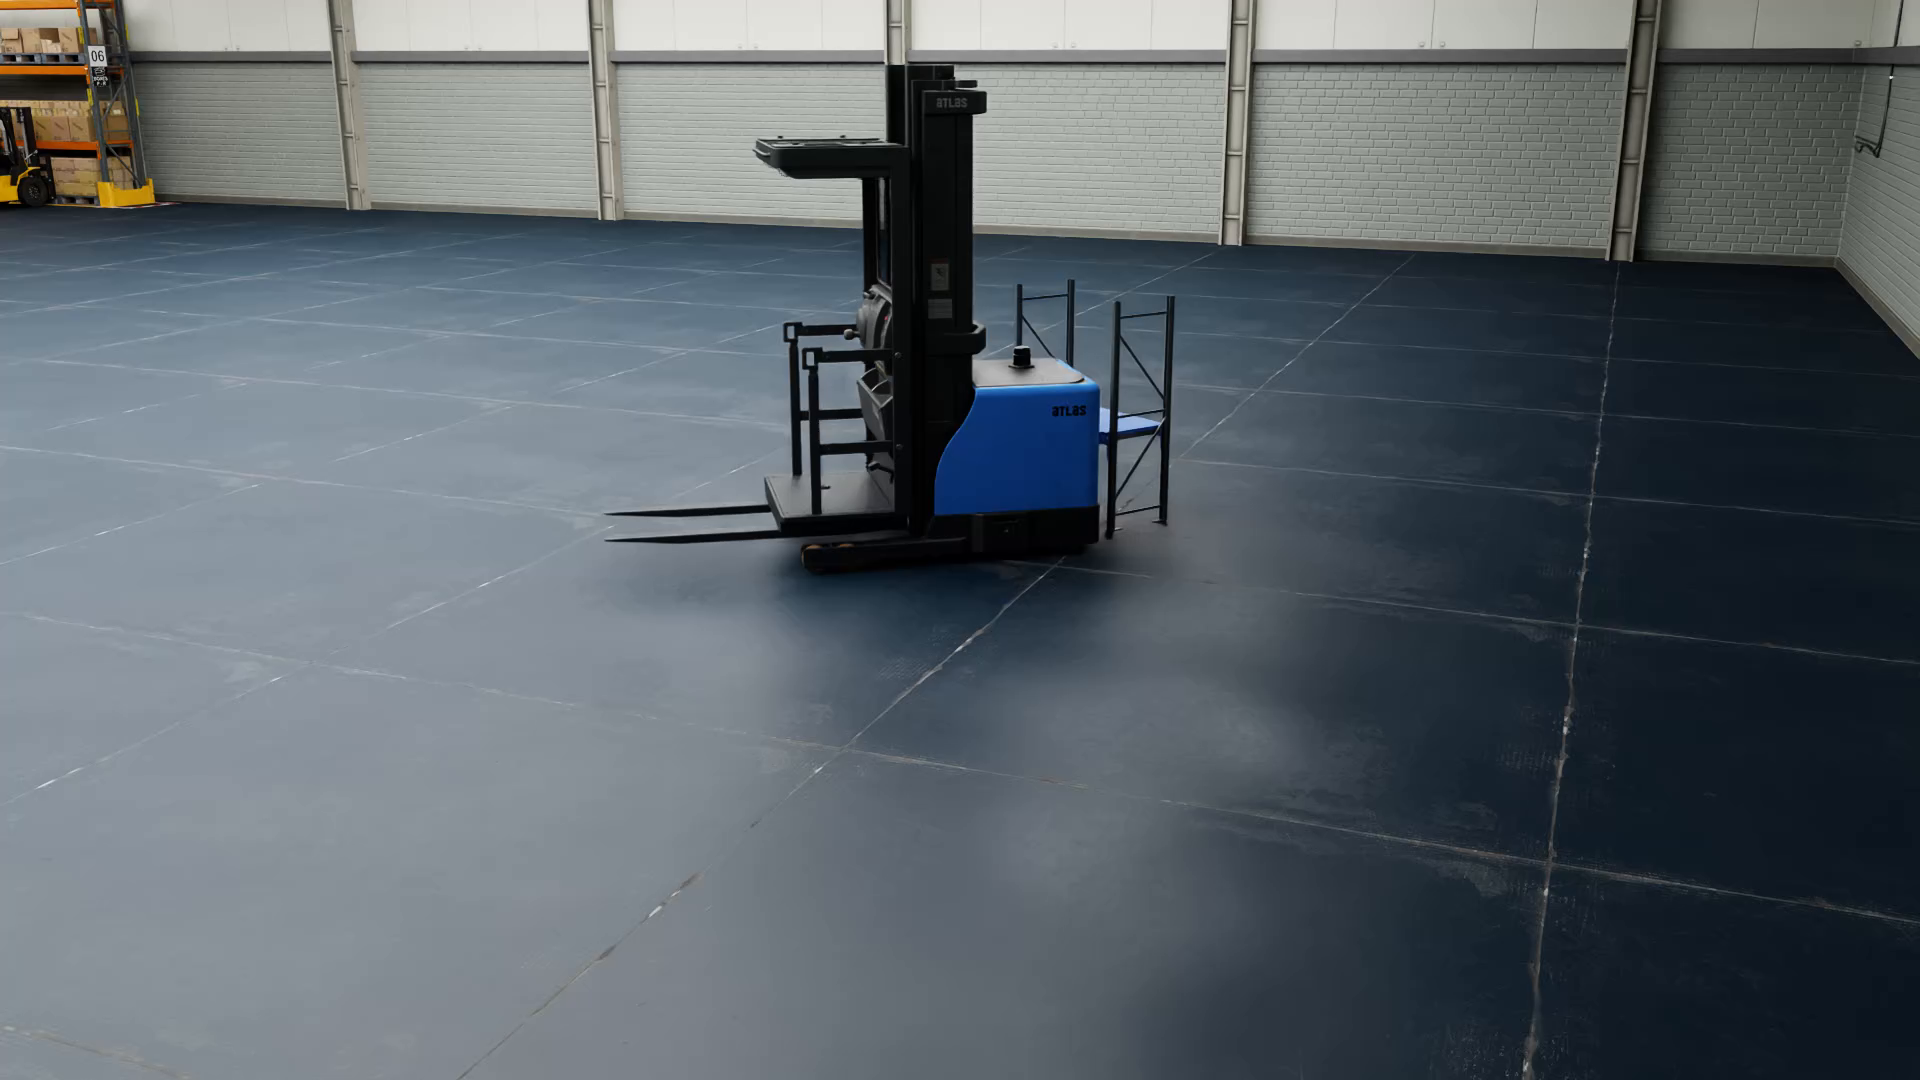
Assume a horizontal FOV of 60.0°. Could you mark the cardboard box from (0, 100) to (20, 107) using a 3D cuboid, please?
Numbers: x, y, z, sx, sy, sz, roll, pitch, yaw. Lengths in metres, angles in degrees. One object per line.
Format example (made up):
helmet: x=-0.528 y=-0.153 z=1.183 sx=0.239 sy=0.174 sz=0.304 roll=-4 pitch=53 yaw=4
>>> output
cardboard box: x=-20.067 y=-9.193 z=35.084 sx=0.250 sy=0.149 sz=0.380 roll=6 pitch=17 yaw=20

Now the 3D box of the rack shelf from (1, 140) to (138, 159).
rack shelf: x=-19.364 y=-8.350 z=35.346 sx=4.000 sy=0.370 sz=1.077 roll=6 pitch=17 yaw=21

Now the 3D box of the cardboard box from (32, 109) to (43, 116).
cardboard box: x=-19.131 y=-8.938 z=34.739 sx=0.250 sy=0.149 sz=0.380 roll=6 pitch=17 yaw=21

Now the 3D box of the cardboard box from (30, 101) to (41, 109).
cardboard box: x=-19.138 y=-9.080 z=34.693 sx=0.250 sy=0.149 sz=0.380 roll=7 pitch=17 yaw=22

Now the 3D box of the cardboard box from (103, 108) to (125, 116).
cardboard box: x=-17.724 y=-8.952 z=34.788 sx=0.250 sy=0.149 sz=0.380 roll=6 pitch=17 yaw=19

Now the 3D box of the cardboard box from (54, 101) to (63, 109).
cardboard box: x=-18.613 y=-9.057 z=34.615 sx=0.250 sy=0.149 sz=0.380 roll=6 pitch=17 yaw=21

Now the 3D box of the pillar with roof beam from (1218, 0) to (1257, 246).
pillar with roof beam: x=2.926 y=-8.105 z=22.453 sx=0.400 sy=9.000 sz=9.100 roll=6 pitch=17 yaw=21

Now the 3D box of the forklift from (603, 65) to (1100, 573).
forklift: x=-0.701 y=-1.371 z=10.138 sx=3.031 sy=2.935 sz=1.130 roll=-3 pitch=17 yaw=-12

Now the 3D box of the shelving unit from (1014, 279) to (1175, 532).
shelving unit: x=0.878 y=-0.931 z=11.192 sx=0.538 sy=1.500 sz=1.048 roll=-11 pitch=20 yaw=-34

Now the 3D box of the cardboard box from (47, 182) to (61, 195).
cardboard box: x=-18.978 y=-7.445 z=35.117 sx=0.500 sy=0.250 sz=0.500 roll=6 pitch=17 yaw=21

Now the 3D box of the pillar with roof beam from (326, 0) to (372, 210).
pillar with roof beam: x=-13.819 y=-9.947 z=28.795 sx=0.400 sy=9.000 sz=9.100 roll=6 pitch=17 yaw=21

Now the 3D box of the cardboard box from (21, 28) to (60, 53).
cardboard box: x=-18.921 y=-10.342 z=34.425 sx=0.500 sy=0.500 sz=0.700 roll=6 pitch=17 yaw=21

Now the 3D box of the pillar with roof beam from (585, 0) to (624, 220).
pillar with roof beam: x=-8.237 y=-9.333 z=26.681 sx=0.400 sy=9.000 sz=9.100 roll=6 pitch=17 yaw=21

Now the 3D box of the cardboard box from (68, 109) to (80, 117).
cardboard box: x=-18.178 y=-8.832 z=34.372 sx=0.250 sy=0.149 sz=0.380 roll=7 pitch=17 yaw=22

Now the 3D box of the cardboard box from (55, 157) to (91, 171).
cardboard box: x=-18.524 y=-7.869 z=34.785 sx=0.500 sy=0.250 sz=0.500 roll=7 pitch=17 yaw=22

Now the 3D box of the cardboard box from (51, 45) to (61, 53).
cardboard box: x=-18.386 y=-10.066 z=34.106 sx=0.250 sy=0.149 sz=0.380 roll=6 pitch=17 yaw=19

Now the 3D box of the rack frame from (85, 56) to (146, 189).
rack frame: x=-17.504 y=-8.491 z=34.541 sx=0.127 sy=3.000 sz=1.000 roll=6 pitch=17 yaw=21

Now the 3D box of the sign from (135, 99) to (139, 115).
sign: x=-17.295 y=-9.088 z=34.903 sx=0.005 sy=0.325 sz=0.100 roll=6 pitch=17 yaw=21

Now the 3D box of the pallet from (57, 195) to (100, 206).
pallet: x=-18.231 y=-7.219 z=35.162 sx=1.213 sy=0.211 sz=1.003 roll=6 pitch=17 yaw=21

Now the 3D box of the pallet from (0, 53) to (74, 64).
pallet: x=-19.291 y=-10.092 z=34.836 sx=1.213 sy=0.211 sz=1.003 roll=6 pitch=17 yaw=21

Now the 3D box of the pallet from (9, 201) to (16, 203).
pallet: x=-20.500 y=-7.469 z=36.022 sx=1.213 sy=0.211 sz=1.003 roll=6 pitch=17 yaw=21

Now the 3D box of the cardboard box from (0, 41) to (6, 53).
cardboard box: x=-19.956 y=-10.295 z=34.684 sx=0.258 sy=0.266 sz=0.396 roll=6 pitch=17 yaw=19

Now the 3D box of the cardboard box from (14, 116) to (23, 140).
cardboard box: x=-19.486 y=-8.678 z=35.005 sx=0.500 sy=0.500 sz=0.500 roll=6 pitch=17 yaw=21

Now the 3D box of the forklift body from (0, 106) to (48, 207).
forklift body: x=-19.937 y=-7.804 z=33.698 sx=1.214 sy=2.155 sz=2.313 roll=6 pitch=17 yaw=21

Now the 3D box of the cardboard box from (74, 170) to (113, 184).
cardboard box: x=-18.071 y=-7.581 z=34.689 sx=0.500 sy=0.250 sz=0.500 roll=6 pitch=17 yaw=20

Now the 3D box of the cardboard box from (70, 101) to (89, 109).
cardboard box: x=-18.155 y=-8.992 z=34.392 sx=0.250 sy=0.149 sz=0.380 roll=6 pitch=17 yaw=21

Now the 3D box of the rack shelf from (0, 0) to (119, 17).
rack shelf: x=-19.364 y=-11.039 z=34.566 sx=4.000 sy=0.370 sz=1.077 roll=6 pitch=17 yaw=21

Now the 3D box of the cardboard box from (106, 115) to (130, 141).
cardboard box: x=-17.863 y=-8.662 z=34.950 sx=0.500 sy=0.500 sz=0.500 roll=7 pitch=18 yaw=22

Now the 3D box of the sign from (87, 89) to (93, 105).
sign: x=-17.716 y=-9.021 z=33.867 sx=0.005 sy=0.325 sz=0.100 roll=6 pitch=17 yaw=21

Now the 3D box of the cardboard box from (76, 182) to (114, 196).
cardboard box: x=-18.057 y=-7.338 z=34.749 sx=0.500 sy=0.250 sz=0.500 roll=6 pitch=17 yaw=21

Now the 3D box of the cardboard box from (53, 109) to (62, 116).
cardboard box: x=-18.623 y=-8.902 z=34.616 sx=0.250 sy=0.149 sz=0.380 roll=6 pitch=17 yaw=20

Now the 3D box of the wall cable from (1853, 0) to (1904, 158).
wall cable: x=12.342 y=-6.473 z=22.398 sx=0.112 sy=2.526 sz=3.097 roll=6 pitch=17 yaw=21

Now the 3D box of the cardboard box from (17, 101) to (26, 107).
cardboard box: x=-19.571 y=-9.161 z=34.972 sx=0.250 sy=0.149 sz=0.380 roll=6 pitch=17 yaw=21

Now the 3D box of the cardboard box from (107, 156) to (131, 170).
cardboard box: x=-17.882 y=-7.951 z=35.065 sx=0.500 sy=0.250 sz=0.500 roll=6 pitch=17 yaw=20

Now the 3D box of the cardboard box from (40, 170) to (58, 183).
cardboard box: x=-19.022 y=-7.682 z=35.038 sx=0.500 sy=0.250 sz=0.500 roll=6 pitch=17 yaw=19

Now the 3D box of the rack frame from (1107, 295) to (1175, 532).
rack frame: x=1.173 y=-0.816 z=10.794 sx=0.500 sy=1.500 sz=0.032 roll=-11 pitch=20 yaw=-34

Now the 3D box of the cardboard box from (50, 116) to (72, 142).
cardboard box: x=-18.537 y=-8.577 z=34.657 sx=0.500 sy=0.500 sz=0.500 roll=7 pitch=18 yaw=22

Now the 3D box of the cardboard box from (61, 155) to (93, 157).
cardboard box: x=-18.809 y=-8.055 z=35.424 sx=0.500 sy=0.250 sz=0.500 roll=6 pitch=17 yaw=20
